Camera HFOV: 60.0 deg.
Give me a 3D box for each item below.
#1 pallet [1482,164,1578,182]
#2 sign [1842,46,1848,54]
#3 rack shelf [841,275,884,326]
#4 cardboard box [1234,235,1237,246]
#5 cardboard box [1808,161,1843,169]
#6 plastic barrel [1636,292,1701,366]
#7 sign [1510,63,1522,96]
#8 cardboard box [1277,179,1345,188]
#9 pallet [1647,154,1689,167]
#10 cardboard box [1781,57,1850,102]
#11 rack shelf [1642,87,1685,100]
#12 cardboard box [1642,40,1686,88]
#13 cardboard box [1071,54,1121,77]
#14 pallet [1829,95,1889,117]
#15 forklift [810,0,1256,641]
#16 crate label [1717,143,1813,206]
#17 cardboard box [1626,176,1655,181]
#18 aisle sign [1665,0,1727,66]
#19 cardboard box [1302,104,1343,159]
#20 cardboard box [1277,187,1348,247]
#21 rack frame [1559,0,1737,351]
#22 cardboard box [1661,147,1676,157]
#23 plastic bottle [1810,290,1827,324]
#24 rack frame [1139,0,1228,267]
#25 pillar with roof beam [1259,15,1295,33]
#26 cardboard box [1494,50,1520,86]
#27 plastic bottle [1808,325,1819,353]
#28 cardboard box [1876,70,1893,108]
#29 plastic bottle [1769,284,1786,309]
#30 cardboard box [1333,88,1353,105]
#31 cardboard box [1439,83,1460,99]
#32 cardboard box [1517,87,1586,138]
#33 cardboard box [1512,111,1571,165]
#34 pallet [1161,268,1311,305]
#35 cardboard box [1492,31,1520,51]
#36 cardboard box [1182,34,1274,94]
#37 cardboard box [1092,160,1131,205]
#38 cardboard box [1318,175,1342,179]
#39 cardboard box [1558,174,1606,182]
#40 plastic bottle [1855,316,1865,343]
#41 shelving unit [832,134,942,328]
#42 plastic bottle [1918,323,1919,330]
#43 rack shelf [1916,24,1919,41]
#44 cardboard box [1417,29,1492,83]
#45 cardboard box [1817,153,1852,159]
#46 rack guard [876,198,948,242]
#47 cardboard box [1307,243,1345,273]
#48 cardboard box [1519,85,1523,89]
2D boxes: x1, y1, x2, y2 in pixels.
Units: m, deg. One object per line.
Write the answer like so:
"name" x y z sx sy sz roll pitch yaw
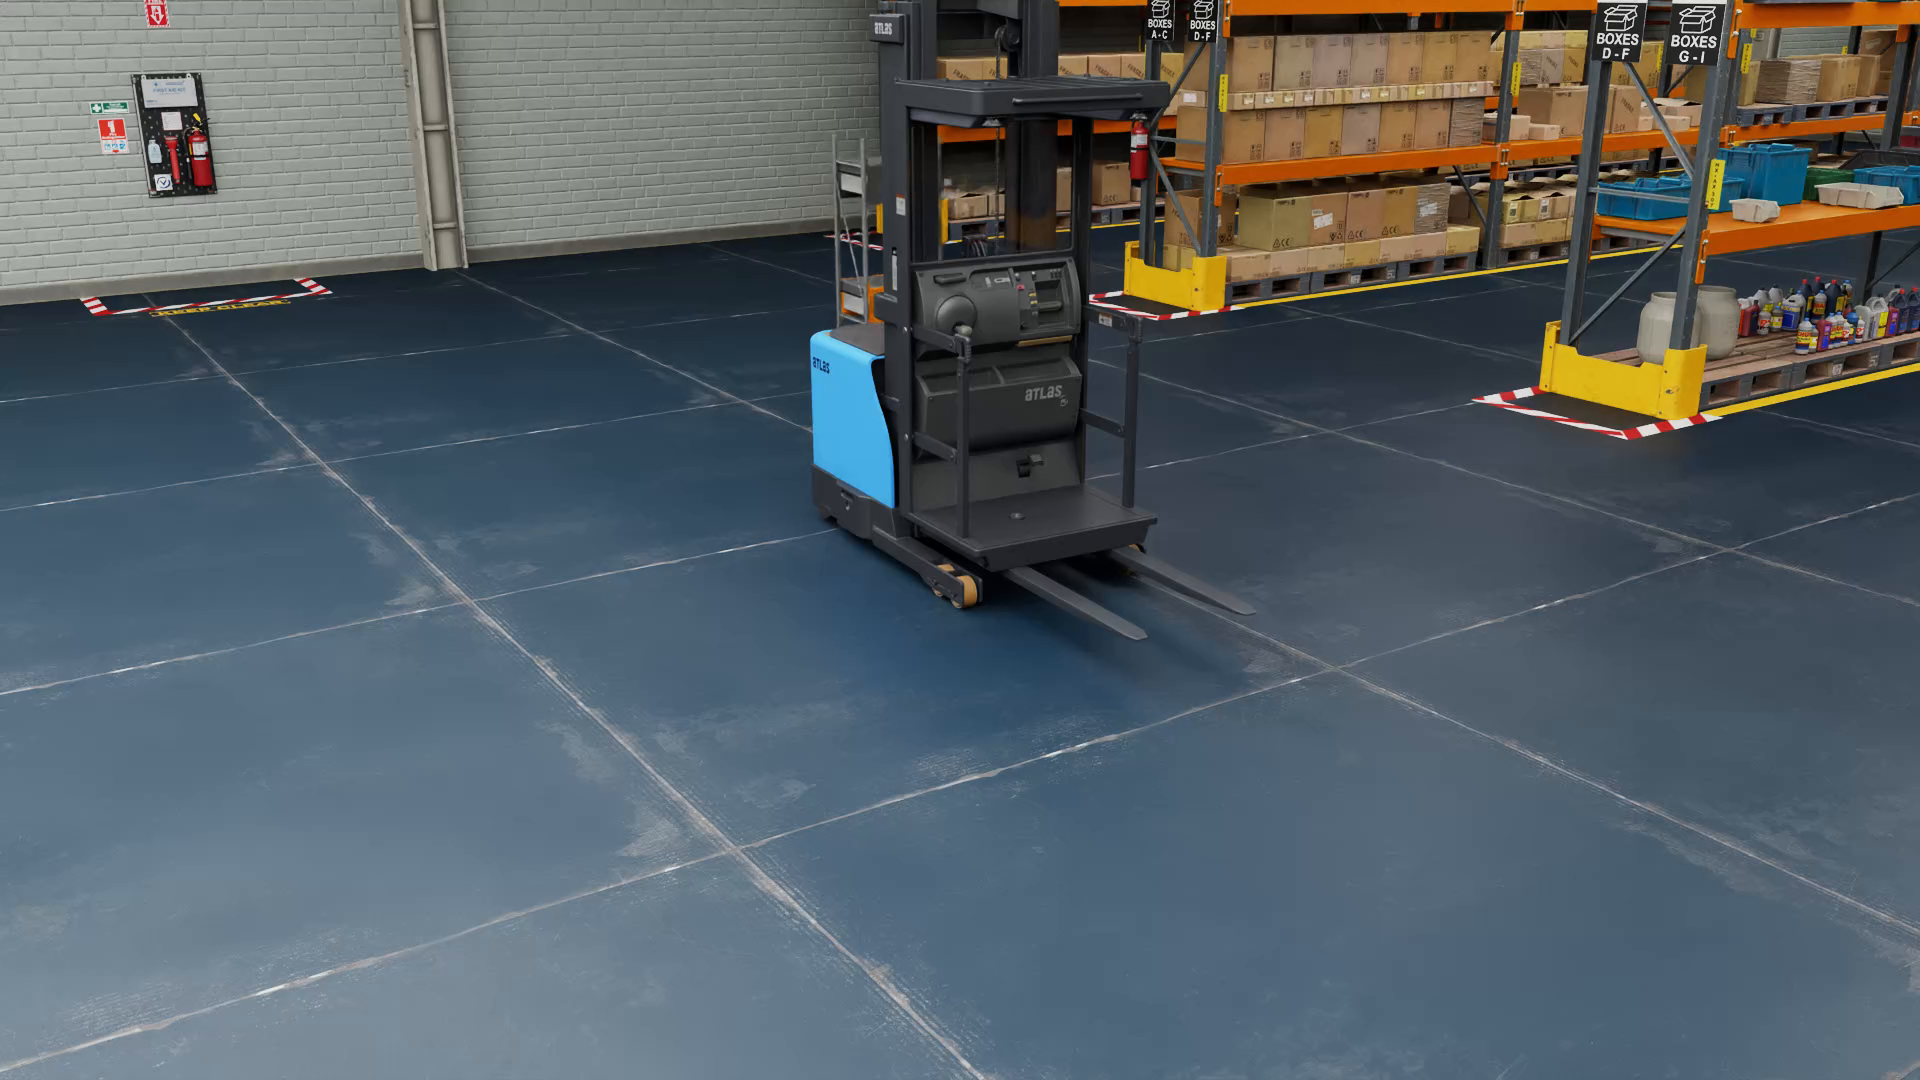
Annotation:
"pallet" 8.773 -5.706 25.793 1.213 0.211 1.003 -12 22 -31
"sign" 11.798 -6.412 22.177 0.005 0.325 0.100 -12 22 -31
"rack shelf" -0.421 -1.328 9.933 0.480 0.518 0.431 -10 21 -28
"cardboard box" 2.778 -2.906 16.795 0.500 0.250 0.500 -12 22 -31
"cardboard box" 11.012 -4.546 21.225 0.500 0.500 0.500 -12 22 -31
"plastic barrel" 5.310 -1.576 12.452 0.421 0.512 0.421 0 19 0
"sign" 5.728 -4.749 17.133 0.005 0.325 0.100 -12 22 -31
"cardboard box" 3.611 -3.438 17.198 0.500 0.500 0.500 -12 22 -31
"pallet" 12.092 -6.405 27.860 1.213 0.211 1.003 -12 22 -31
"cardboard box" 10.662 -5.777 20.838 0.700 0.500 0.500 16 24 39
"rack shelf" 11.046 -7.194 26.965 4.000 0.370 1.077 -12 22 -31
"cardboard box" 11.053 -7.674 26.792 0.700 0.700 0.980 -13 23 -34
"cardboard box" 1.629 -5.726 20.531 0.500 0.500 0.500 -13 22 -33
"pallet" 11.376 -5.656 21.591 1.213 0.211 1.003 -12 22 -31
"forklift" 0.310 -1.215 8.262 1.130 2.935 3.031 -10 21 -28
"crate label" 6.191 -2.833 12.885 0.616 0.435 0.502 -12 22 -31
"cardboard box" 8.030 -4.065 19.346 0.500 0.311 0.500 -12 22 -32
"aisle sign" 4.903 -3.560 11.032 0.004 0.787 0.394 -12 22 -31
"cardboard box" 3.332 -4.051 16.387 0.500 0.500 0.700 -12 22 -31
"cardboard box" 3.478 -3.212 16.527 0.500 0.500 0.500 -12 22 -31
"rack frame" 4.802 -2.419 11.717 0.127 3.000 1.000 -12 22 -31
"cardboard box" 11.349 -6.575 27.258 0.500 0.500 0.700 -13 22 -33
"plastic bottle" 7.186 -1.951 13.905 0.097 0.271 0.097 0 19 0
"rack frame" 2.081 -3.745 15.638 0.127 3.000 1.000 -12 22 -31
"pillar with roof beam" 6.841 -8.171 19.364 0.400 9.000 9.100 -12 22 -31
"cardboard box" 7.870 -6.964 24.508 0.500 0.500 0.500 -11 22 -30
"plastic bottle" 6.574 -1.556 12.847 0.097 0.201 0.097 0 19 0
"cardboard box" 12.380 -6.063 22.338 0.500 0.500 0.500 -11 22 -31
"plastic bottle" 6.728 -1.938 13.743 0.185 0.351 0.144 -12 22 -32
"cardboard box" 3.602 -4.338 16.225 0.250 0.149 0.380 -12 22 -32
"cardboard box" 4.888 -4.609 17.026 0.250 0.149 0.380 -13 22 -33
"cardboard box" 6.512 -4.721 18.368 0.500 0.500 0.500 -10 21 -28
"cardboard box" 8.904 -6.214 25.643 0.750 0.750 0.750 -12 22 -31
"pallet" 2.697 -2.570 16.517 1.213 0.211 1.003 -12 22 -31
"cardboard box" 7.843 -7.318 24.385 0.500 0.250 0.500 -12 22 -33
"cardboard box" 2.522 -4.495 15.675 0.500 0.500 0.700 -12 22 -31
"cardboard box" 1.849 -4.605 21.397 0.500 0.500 0.500 -14 23 -35
"cardboard box" 4.968 -5.302 23.461 0.500 0.500 0.700 -12 22 -31
"cardboard box" 7.302 -4.118 19.505 0.500 0.311 0.500 -13 22 -33
"plastic bottle" 7.112 -1.670 13.183 0.097 0.201 0.097 0 19 0
"shelving unit" -0.421 -1.341 9.929 0.503 2.100 0.431 -10 21 -28
"plastic bottle" 7.923 -1.873 13.654 0.133 0.283 0.061 -11 21 -29
"rack shelf" 9.813 -4.556 14.478 4.000 0.370 1.077 -12 22 -31
"cardboard box" 5.055 -5.032 17.262 0.500 0.500 0.700 -12 22 -31
"cardboard box" 11.565 -4.863 22.161 0.500 0.500 0.500 -13 23 -34
"rack guard" -0.583 -3.898 19.996 0.348 0.500 1.175 -12 22 -31
"cardboard box" 3.485 -2.853 16.638 0.500 0.250 0.500 -12 22 -31
"cardboard box" 8.164 -6.726 24.818 0.250 0.149 0.380 -13 22 -33
